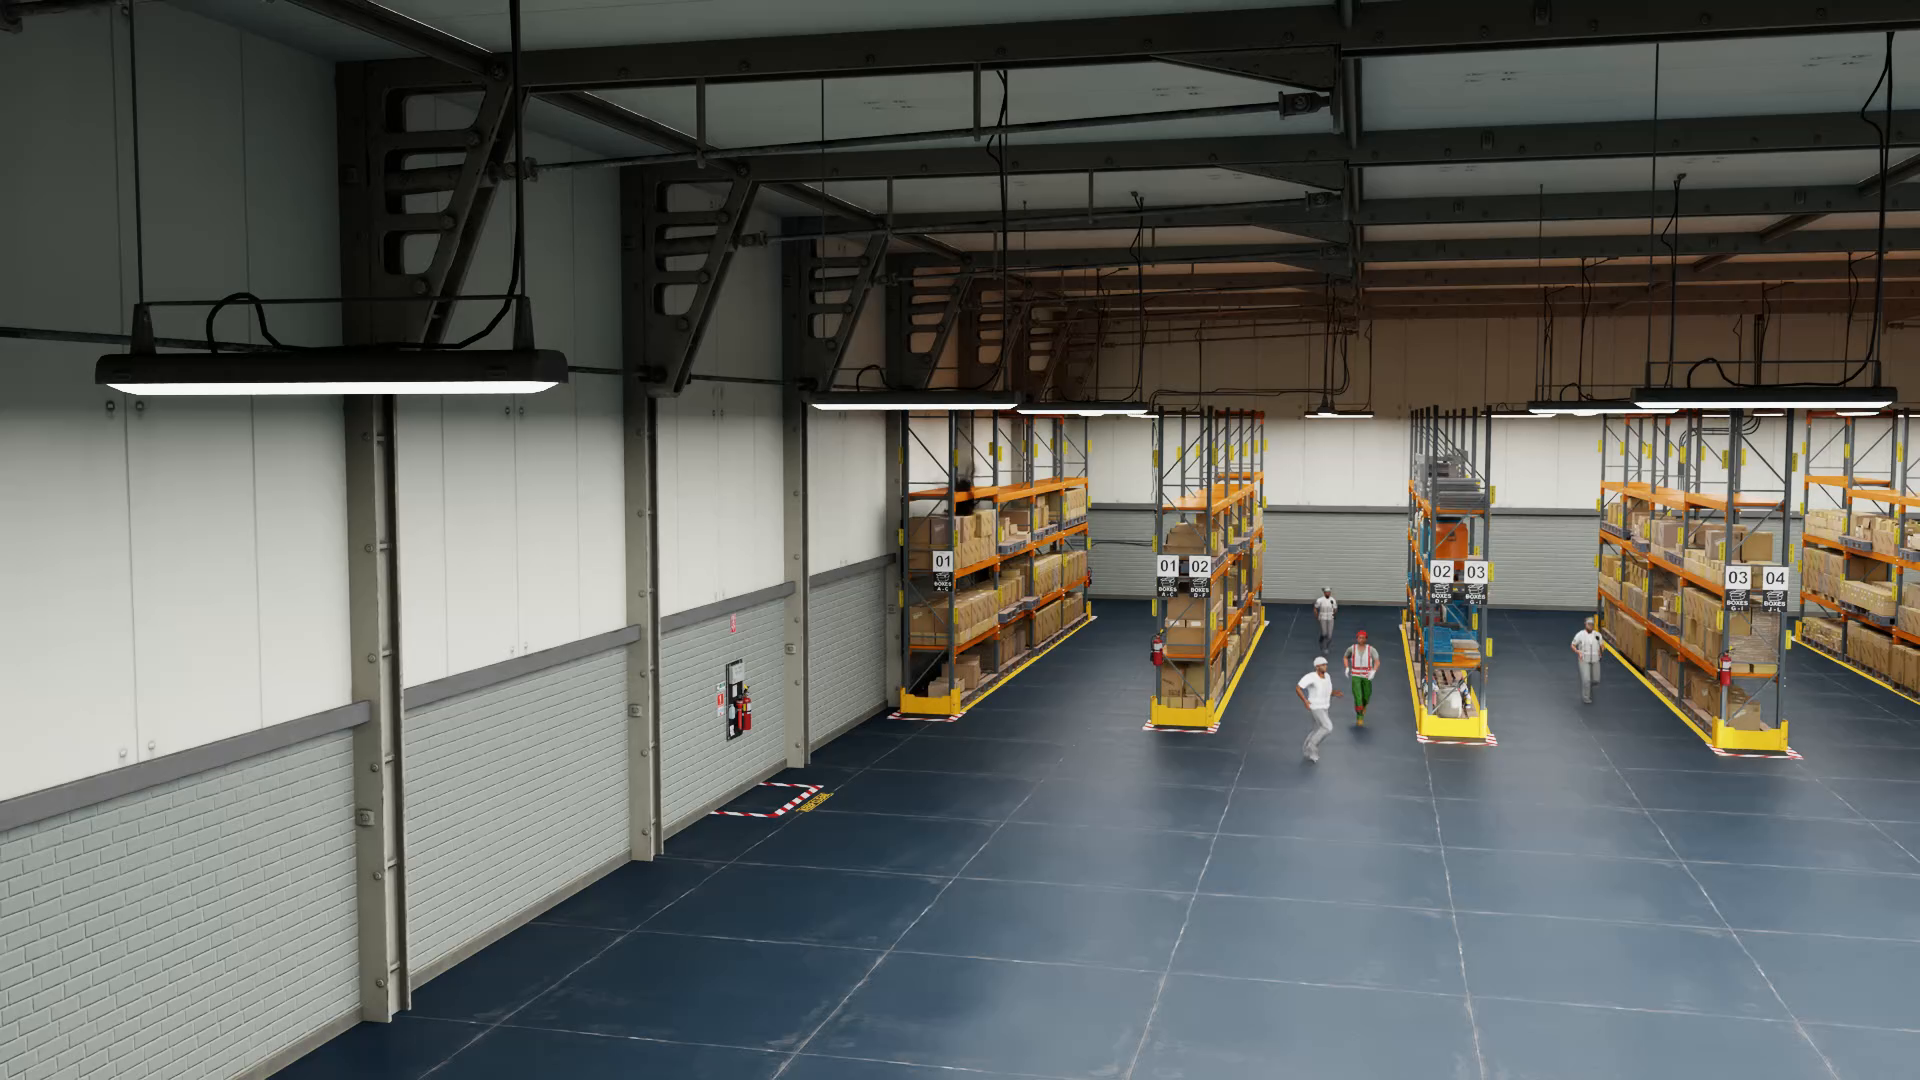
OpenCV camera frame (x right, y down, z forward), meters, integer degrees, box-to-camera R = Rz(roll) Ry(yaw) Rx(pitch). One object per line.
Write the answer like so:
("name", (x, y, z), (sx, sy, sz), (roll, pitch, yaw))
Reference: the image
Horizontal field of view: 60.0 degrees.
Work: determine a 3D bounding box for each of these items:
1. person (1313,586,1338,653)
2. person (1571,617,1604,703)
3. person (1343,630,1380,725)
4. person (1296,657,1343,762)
("person", (9.019, 1.964, 40.887), (0.567, 1.659, 0.527), (0, 4, -1))
("person", (12.786, 2.425, 33.849), (0.661, 1.730, 0.629), (0, 4, 5))
("person", (7.607, 2.583, 31.539), (0.676, 1.764, 0.801), (1, 4, 13))
("person", (6.084, 2.845, 28.008), (0.679, 1.767, 0.668), (4, 6, 44))
